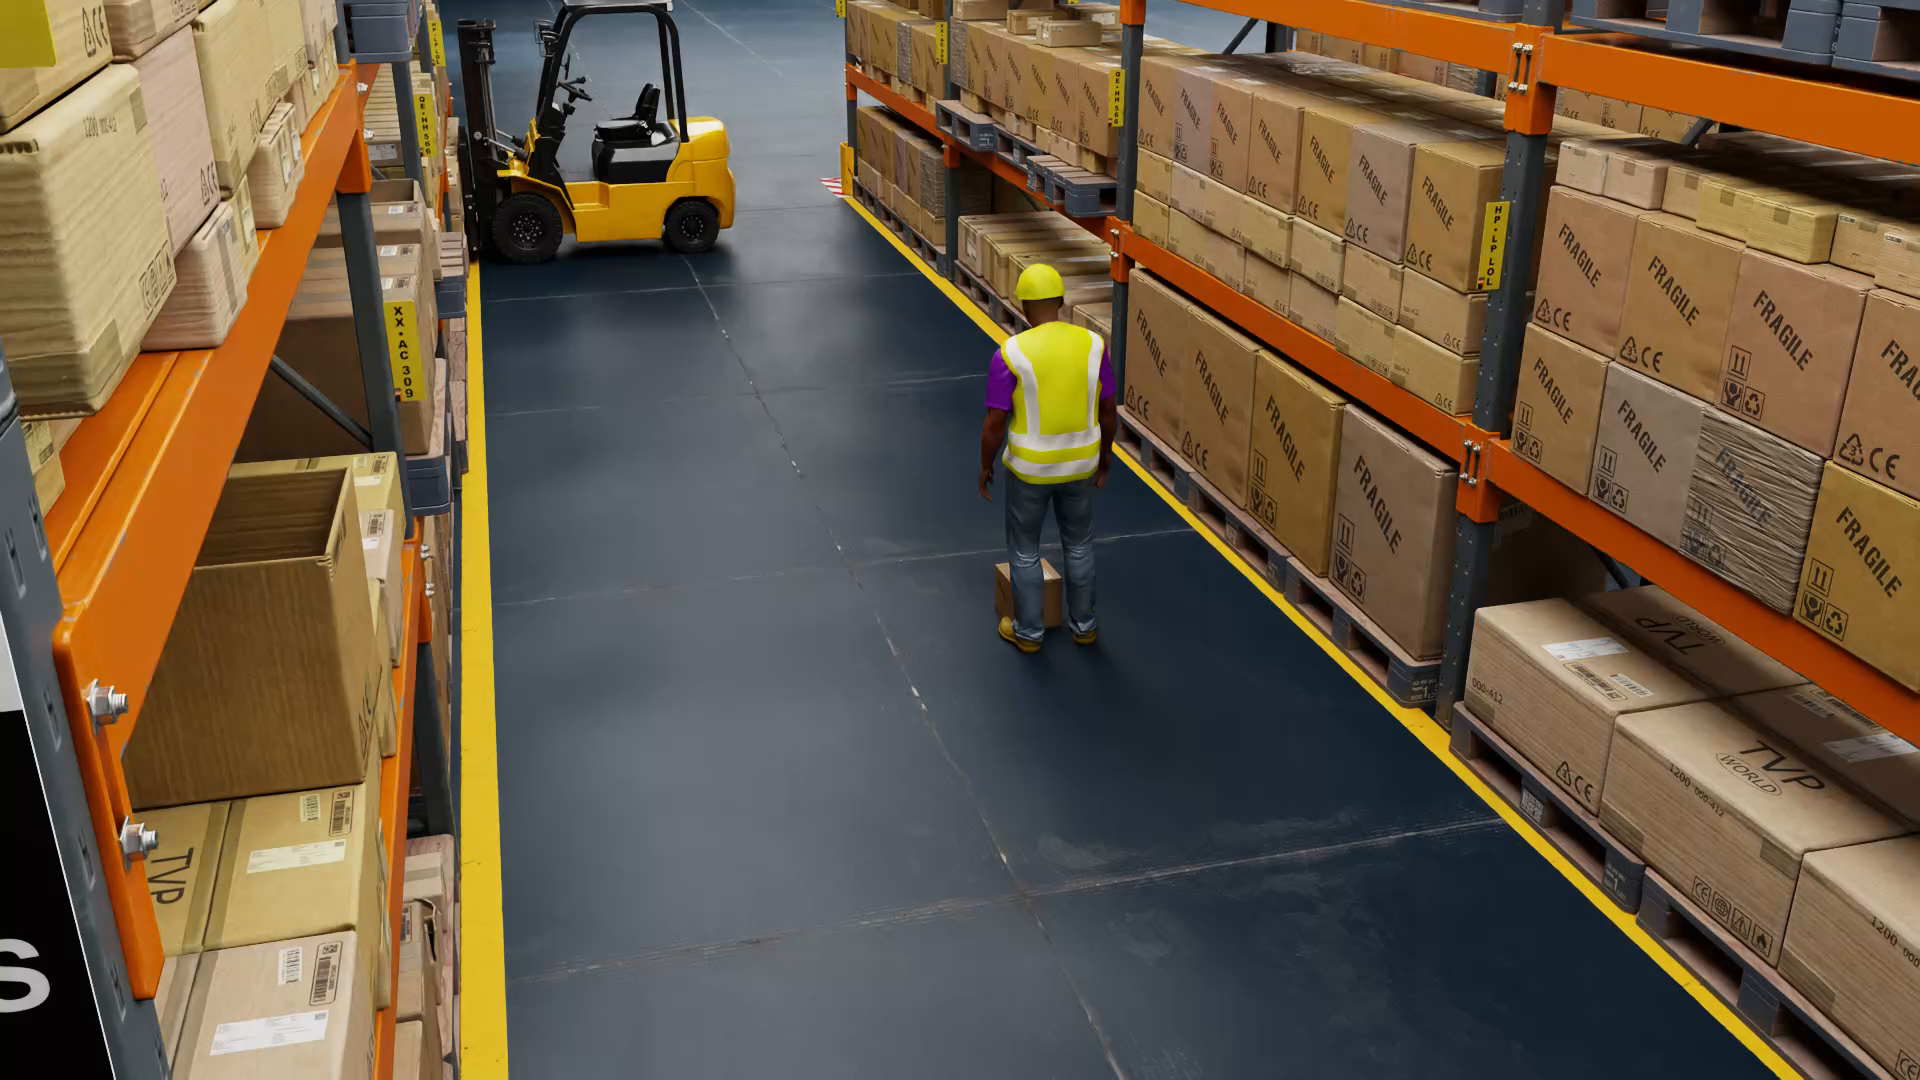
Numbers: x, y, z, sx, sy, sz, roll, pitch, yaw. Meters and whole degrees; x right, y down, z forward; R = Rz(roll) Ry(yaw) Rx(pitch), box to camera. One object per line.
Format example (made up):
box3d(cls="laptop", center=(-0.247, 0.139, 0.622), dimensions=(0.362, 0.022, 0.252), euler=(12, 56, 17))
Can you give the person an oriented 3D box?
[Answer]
box3d(cls="person", center=(0.388, -0.351, 7.405), dimensions=(0.637, 1.761, 0.460), euler=(-7, 24, -16))
